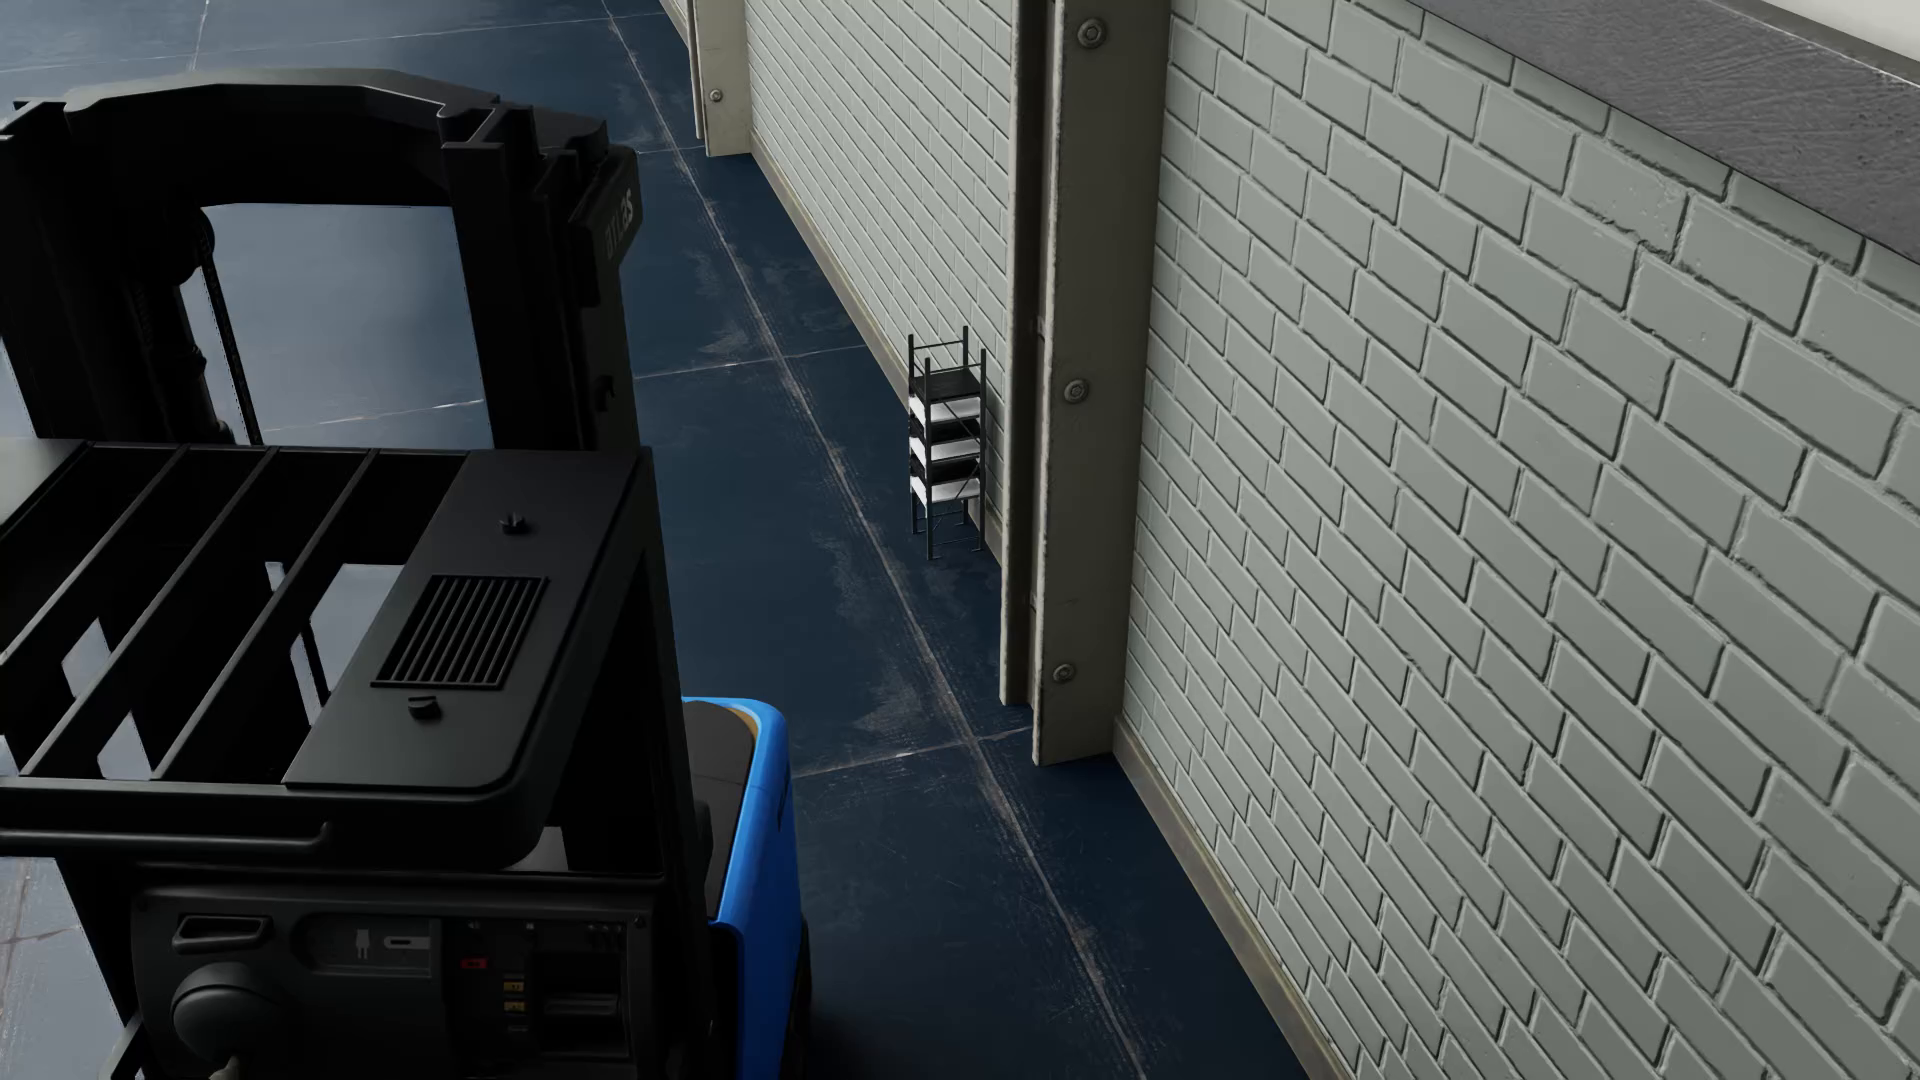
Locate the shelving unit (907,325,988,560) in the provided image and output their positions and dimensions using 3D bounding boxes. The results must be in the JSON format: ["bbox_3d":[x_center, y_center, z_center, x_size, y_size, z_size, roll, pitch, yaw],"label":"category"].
[{"bbox_3d":[-0.049,-0.370,6.493,0.258,0.900,0.210,-11,35,-16],"label":"shelving unit"}]

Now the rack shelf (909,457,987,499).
[{"bbox_3d":[-0.049,-0.267,6.561,0.258,0.077,0.200,-11,35,-16],"label":"rack shelf"}]

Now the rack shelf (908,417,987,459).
[{"bbox_3d":[-0.049,-0.417,6.462,0.258,0.077,0.200,-11,35,-16],"label":"rack shelf"}]

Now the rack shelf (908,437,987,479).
[{"bbox_3d":[-0.049,-0.342,6.512,0.258,0.077,0.200,-11,35,-16],"label":"rack shelf"}]

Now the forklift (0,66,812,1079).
[{"bbox_3d":[-1.006,0.873,2.771,1.130,2.935,3.031,1,33,2],"label":"forklift"}]

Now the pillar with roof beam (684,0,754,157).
[{"bbox_3d":[-5.584,-5.547,6.982,9.100,9.000,0.400,-10,35,-15],"label":"pillar with roof beam"}]

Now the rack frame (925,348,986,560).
[{"bbox_3d":[-0.016,-0.317,6.413,0.240,0.900,0.006,-11,35,-16],"label":"rack frame"}]

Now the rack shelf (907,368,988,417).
[{"bbox_3d":[-0.049,-0.567,6.363,0.258,0.077,0.200,-11,35,-16],"label":"rack shelf"}]

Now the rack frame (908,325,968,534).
[{"bbox_3d":[-0.082,-0.423,6.574,0.240,0.900,0.006,-11,35,-16],"label":"rack frame"}]

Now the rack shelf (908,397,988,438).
[{"bbox_3d":[-0.049,-0.492,6.412,0.258,0.077,0.200,-11,35,-16],"label":"rack shelf"}]

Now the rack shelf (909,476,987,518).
[{"bbox_3d":[-0.049,-0.192,6.611,0.258,0.077,0.200,-11,35,-16],"label":"rack shelf"}]

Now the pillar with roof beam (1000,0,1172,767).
[{"bbox_3d":[-3.754,-2.397,2.215,9.100,9.000,0.400,-10,35,-15],"label":"pillar with roof beam"}]
